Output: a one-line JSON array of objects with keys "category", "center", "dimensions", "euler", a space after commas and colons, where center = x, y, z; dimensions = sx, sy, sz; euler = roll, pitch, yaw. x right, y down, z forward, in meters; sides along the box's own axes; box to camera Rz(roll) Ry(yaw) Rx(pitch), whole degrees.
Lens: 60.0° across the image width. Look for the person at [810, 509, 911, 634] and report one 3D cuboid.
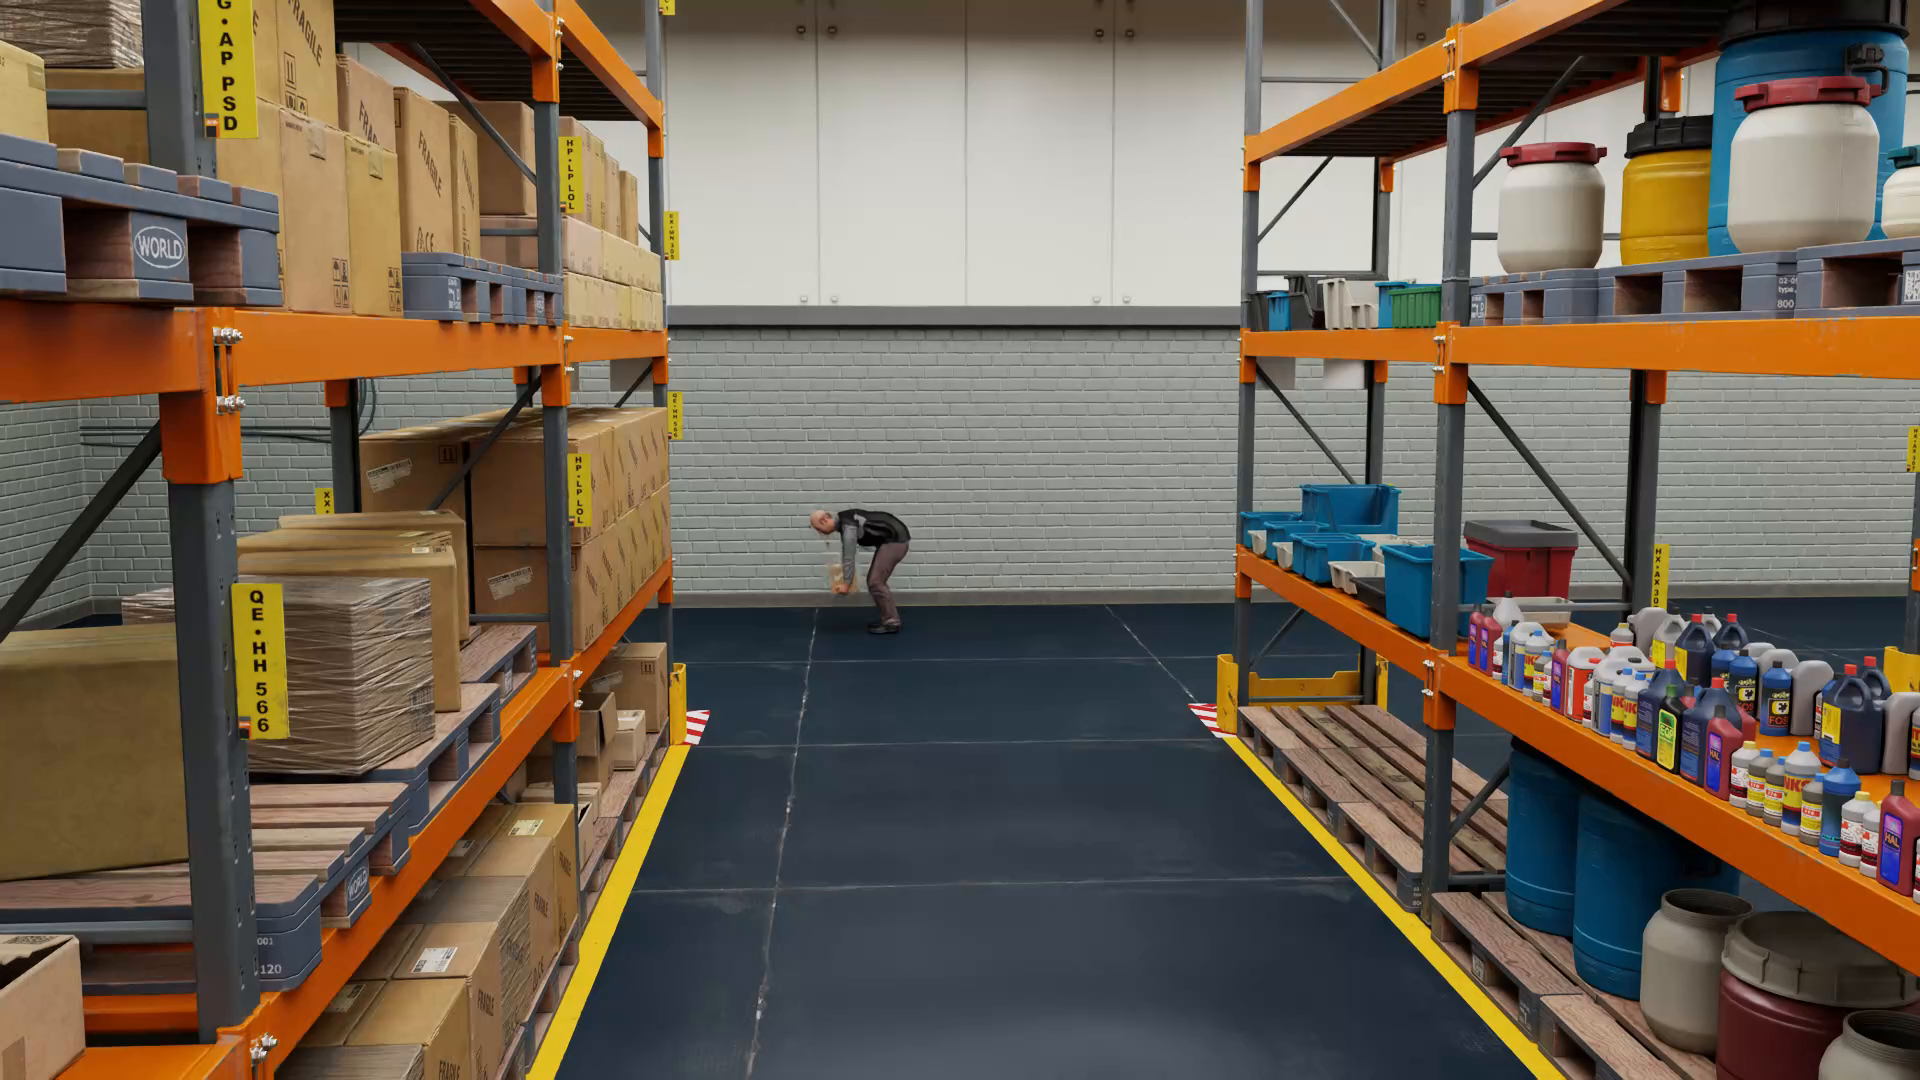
[{"category": "person", "center": [-0.940, 0.289, 15.756], "dimensions": [0.948, 1.172, 0.464], "euler": [-1, 7, -5]}]
